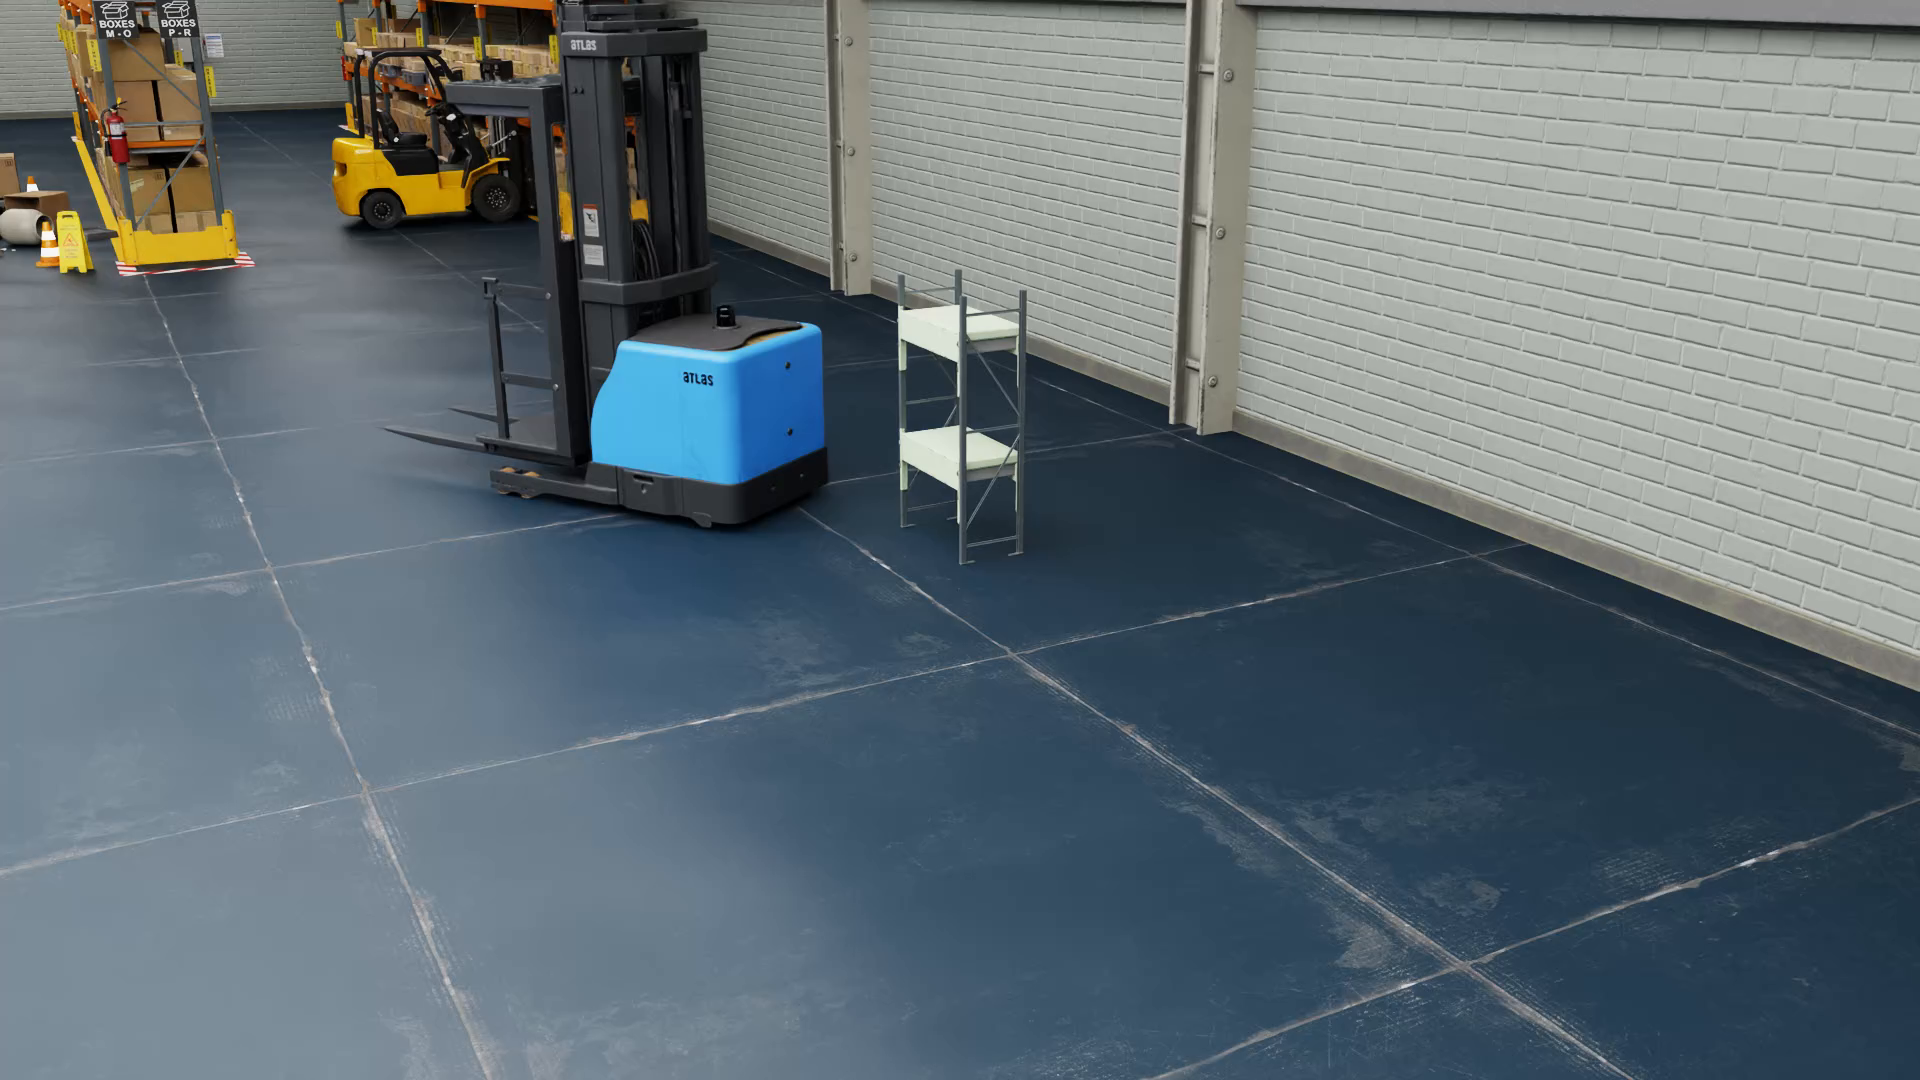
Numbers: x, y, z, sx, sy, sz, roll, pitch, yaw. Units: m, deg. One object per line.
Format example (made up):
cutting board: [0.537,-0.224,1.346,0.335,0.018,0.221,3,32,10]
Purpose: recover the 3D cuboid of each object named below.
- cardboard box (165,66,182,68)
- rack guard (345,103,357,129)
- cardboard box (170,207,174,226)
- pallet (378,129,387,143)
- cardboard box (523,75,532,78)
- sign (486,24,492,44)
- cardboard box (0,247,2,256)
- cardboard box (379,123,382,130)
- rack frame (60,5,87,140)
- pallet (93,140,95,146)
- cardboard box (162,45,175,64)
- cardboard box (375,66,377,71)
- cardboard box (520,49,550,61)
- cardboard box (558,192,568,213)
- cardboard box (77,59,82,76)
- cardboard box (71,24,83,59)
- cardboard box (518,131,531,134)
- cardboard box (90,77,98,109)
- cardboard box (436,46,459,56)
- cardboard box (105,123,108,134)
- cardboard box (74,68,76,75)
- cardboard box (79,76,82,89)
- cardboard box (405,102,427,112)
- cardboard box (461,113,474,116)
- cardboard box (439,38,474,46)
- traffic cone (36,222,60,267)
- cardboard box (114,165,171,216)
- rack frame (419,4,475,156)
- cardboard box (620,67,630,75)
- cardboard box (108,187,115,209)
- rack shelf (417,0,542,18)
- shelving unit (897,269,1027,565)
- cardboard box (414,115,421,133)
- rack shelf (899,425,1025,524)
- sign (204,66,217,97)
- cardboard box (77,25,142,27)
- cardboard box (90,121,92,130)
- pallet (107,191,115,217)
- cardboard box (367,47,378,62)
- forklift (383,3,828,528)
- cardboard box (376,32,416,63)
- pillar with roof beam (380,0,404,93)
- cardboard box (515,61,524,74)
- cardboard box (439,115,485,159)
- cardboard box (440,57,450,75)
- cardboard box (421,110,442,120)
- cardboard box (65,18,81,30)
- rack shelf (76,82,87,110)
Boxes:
cardboard box: [-9.999,-5.676,20.873,0.500,0.500,0.500,-9,21,-25]
rack guard: [-11.975,-8.735,34.180,1.175,0.500,0.348,-10,21,-27]
cardboard box: [-9.156,-3.896,19.896,0.500,0.250,0.500,-9,21,-25]
pallet: [-10.437,-7.669,31.534,1.003,0.211,1.213,-10,21,-27]
cardboard box: [-5.360,-5.791,21.661,0.500,0.500,0.500,-10,22,-28]
sign: [-7.726,-8.276,27.243,0.100,0.325,0.005,-10,21,-27]
cardboard box: [-11.180,-3.291,18.941,0.380,0.149,0.250,1,19,2]
cardboard box: [-10.804,-7.913,31.514,0.396,0.266,0.258,-9,21,-25]
rack frame: [-16.378,-9.169,31.604,1.000,3.000,0.127,-10,21,-27]
pallet: [-14.771,-6.933,29.399,1.003,0.211,1.213,-10,21,-27]
cardboard box: [-10.650,-6.289,22.006,0.500,0.500,0.500,-9,21,-25]
cardboard box: [-10.773,-8.866,31.113,0.380,0.149,0.250,-9,21,-25]
cardboard box: [-5.607,-6.425,22.048,0.380,0.149,0.250,-10,21,-26]
cardboard box: [-4.915,-4.330,21.153,0.500,0.250,0.500,-10,21,-26]
cardboard box: [-13.279,-7.284,25.605,0.500,0.250,0.500,-11,22,-28]
cardboard box: [-13.306,-7.646,25.505,0.500,0.500,0.500,-10,21,-26]
cardboard box: [-6.126,-5.529,23.096,0.500,0.250,0.500,-10,21,-27]
cardboard box: [-10.716,-5.742,21.065,0.500,0.500,0.500,-10,21,-27]
cardboard box: [-8.048,-7.713,26.236,0.380,0.149,0.250,-9,21,-25]
cardboard box: [-9.616,-4.733,19.134,0.380,0.149,0.250,-10,21,-26]
cardboard box: [-14.924,-8.161,28.531,0.500,0.500,0.500,-10,21,-26]
cardboard box: [-13.529,-7.198,26.121,0.500,0.250,0.500,-10,22,-27]
cardboard box: [-9.616,-7.676,29.472,0.380,0.149,0.250,-10,21,-27]
cardboard box: [-8.186,-7.164,27.987,0.380,0.149,0.250,-9,21,-24]
cardboard box: [-8.319,-8.060,27.593,0.500,0.500,0.500,-9,21,-24]
traffic cone: [-10.120,-3.300,18.486,0.336,0.463,0.334,-10,21,-27]
cardboard box: [-9.390,-4.018,19.100,0.500,0.500,0.500,-10,21,-26]
rack frame: [-8.212,-7.642,27.180,1.000,3.000,0.127,-10,21,-27]
cardboard box: [-4.346,-5.837,20.801,0.380,0.149,0.250,-11,22,-28]
cardboard box: [-10.637,-4.411,21.389,0.500,0.250,0.500,-11,22,-29]
rack shelf: [-7.263,-8.146,25.144,1.077,0.370,4.000,-10,21,-27]
shelving unit: [0.003,-0.707,9.381,0.431,1.500,0.755,-10,21,-27]
cardboard box: [-9.082,-7.042,28.630,0.500,0.500,0.500,-9,21,-24]
rack shelf: [0.003,-0.399,9.488,0.431,0.370,0.720,-10,21,-27]
sign: [-8.303,-5.069,18.396,0.100,0.325,0.005,-10,21,-27]
cardboard box: [-10.438,-6.075,20.495,0.700,0.500,0.500,-10,21,-26]
cardboard box: [-15.976,-7.982,31.449,0.875,0.438,0.875,-11,22,-28]
pallet: [-11.051,-4.629,22.723,1.003,0.211,1.213,-10,21,-27]
cardboard box: [-10.819,-9.110,31.208,0.500,0.250,0.500,-10,21,-26]
forklift: [-2.371,-1.782,10.301,3.031,2.935,1.130,10,21,27]
cardboard box: [-10.079,-8.863,29.920,0.700,0.500,0.500,-9,21,-25]
pillar with roof beam: [-16.287,-13.021,33.572,9.100,9.000,0.400,-10,21,-27]
cardboard box: [-5.676,-6.269,22.051,0.380,0.149,0.250,-10,22,-28]
cardboard box: [-7.928,-6.537,26.974,0.875,0.625,0.625,-9,21,-25]
cardboard box: [-7.747,-7.345,25.783,0.500,0.250,0.500,-11,22,-28]
cardboard box: [-8.827,-7.142,27.924,0.380,0.149,0.250,-11,22,-29]
cardboard box: [-14.946,-8.633,28.365,0.500,0.500,0.500,-10,21,-27]
rack shelf: [-13.529,-7.106,26.730,1.077,0.370,4.000,-10,21,-27]
